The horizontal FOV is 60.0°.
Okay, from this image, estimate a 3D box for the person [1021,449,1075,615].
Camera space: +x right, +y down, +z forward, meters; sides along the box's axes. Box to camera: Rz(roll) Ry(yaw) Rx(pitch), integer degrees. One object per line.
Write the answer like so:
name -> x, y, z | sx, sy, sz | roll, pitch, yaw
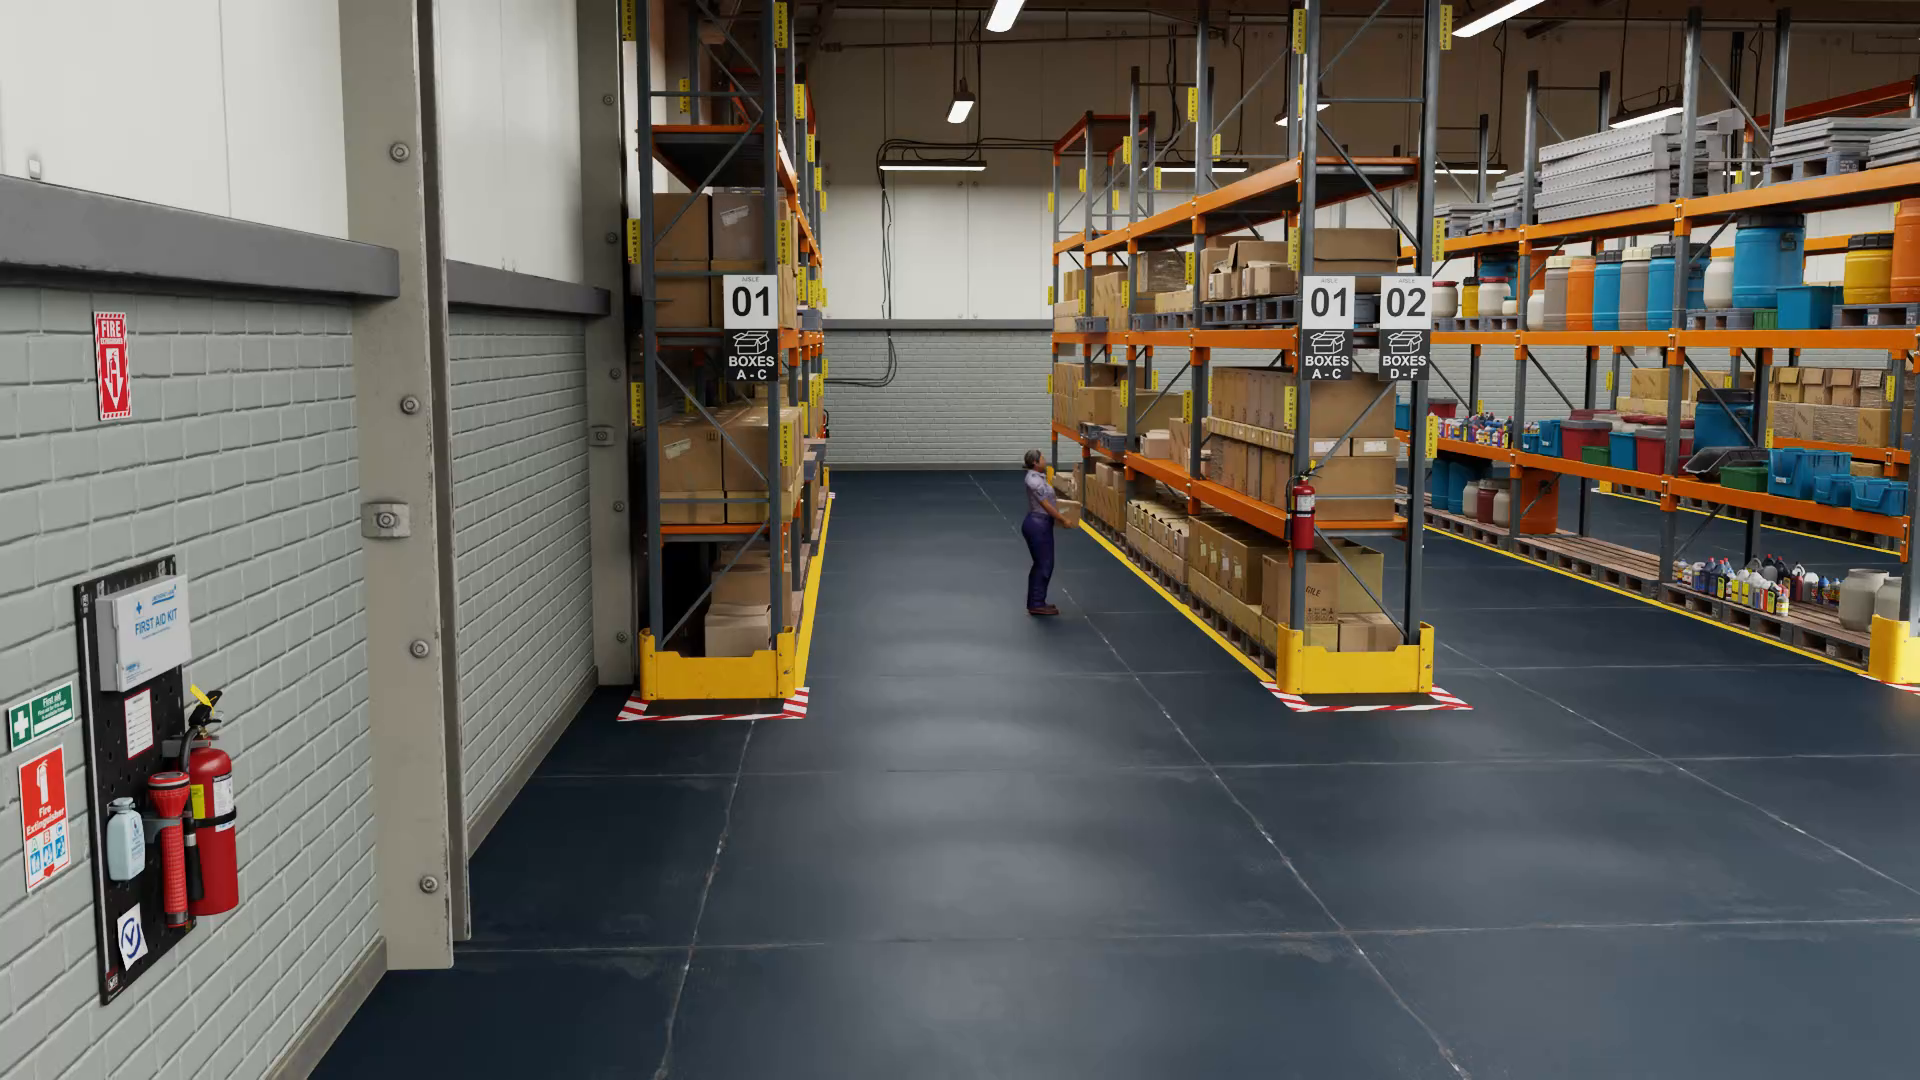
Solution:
person -> 0.873, -0.082, 16.599 | 0.518, 1.620, 0.452 | 0, 7, -3
